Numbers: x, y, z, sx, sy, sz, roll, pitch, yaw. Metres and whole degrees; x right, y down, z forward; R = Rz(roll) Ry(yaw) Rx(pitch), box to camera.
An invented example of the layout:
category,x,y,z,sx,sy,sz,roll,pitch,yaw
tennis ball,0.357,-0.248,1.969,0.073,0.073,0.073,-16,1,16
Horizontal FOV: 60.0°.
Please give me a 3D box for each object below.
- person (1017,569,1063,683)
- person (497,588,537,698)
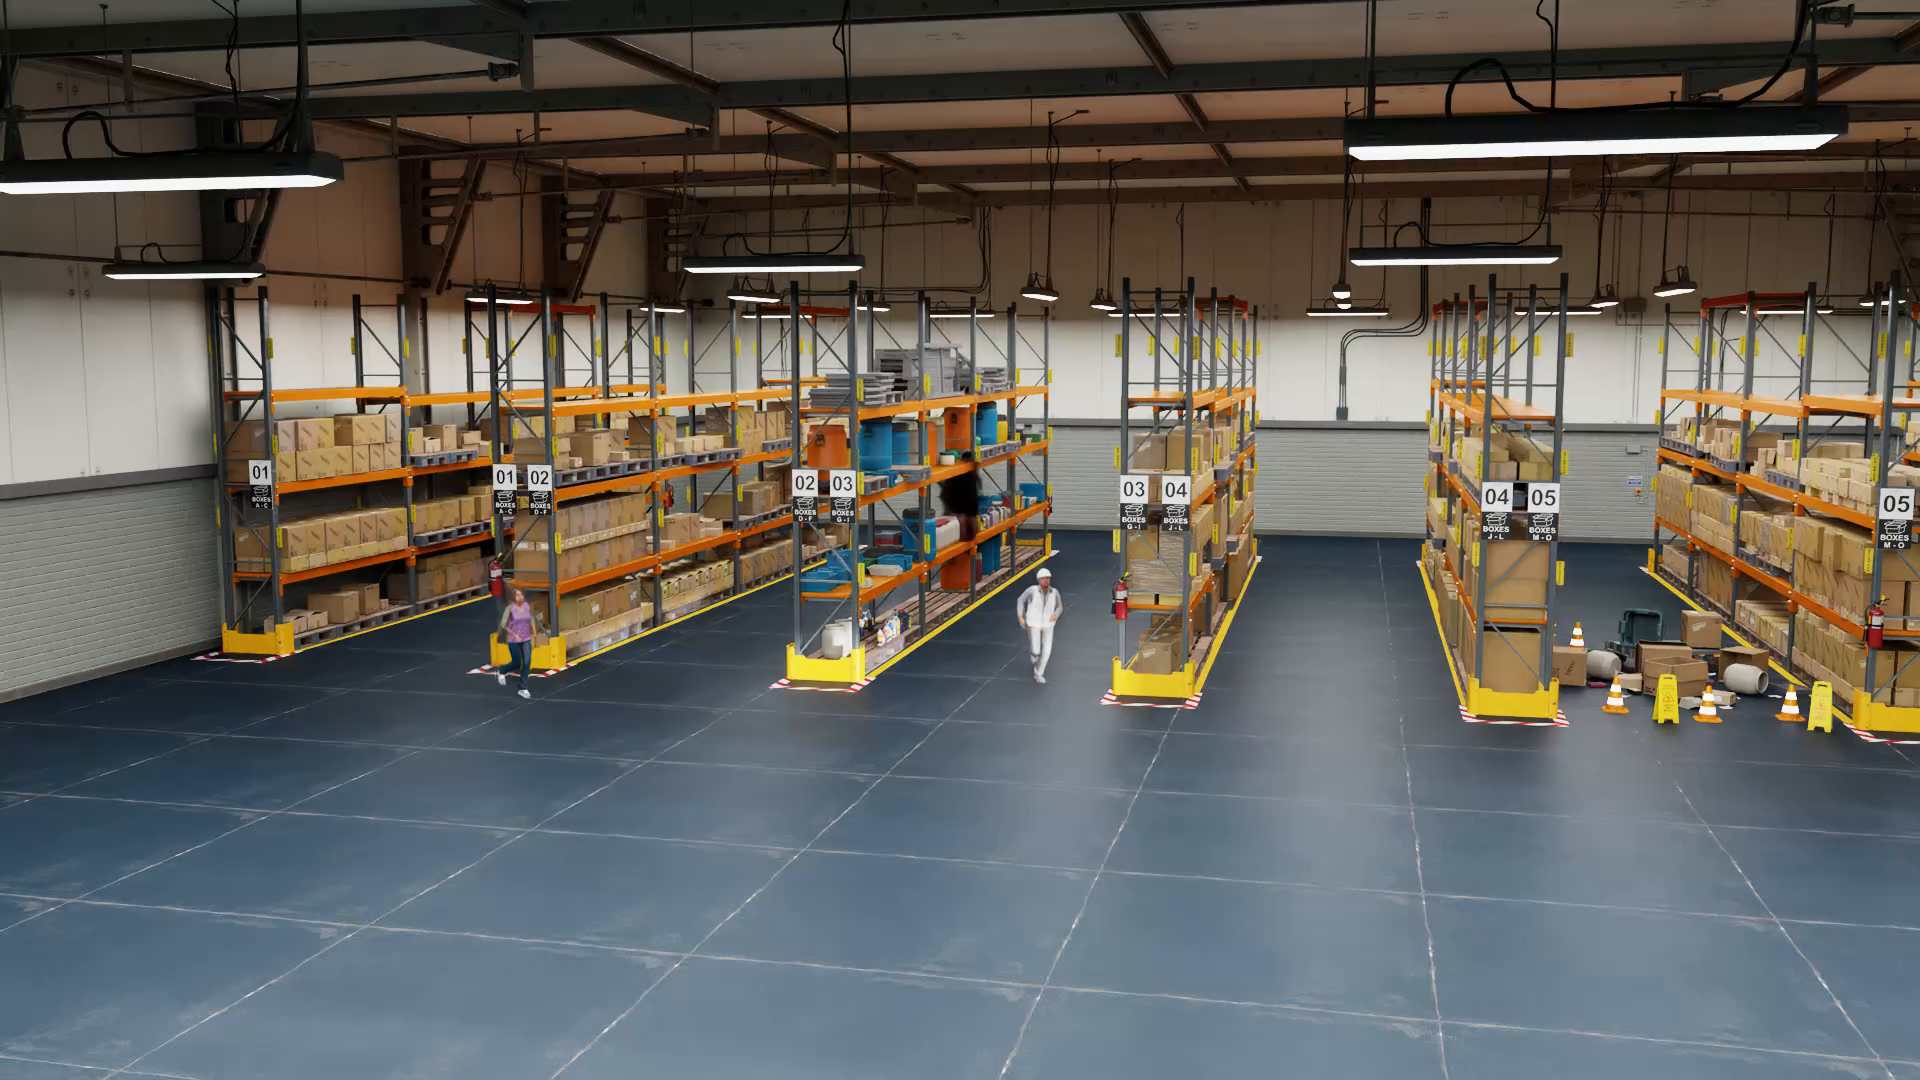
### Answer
category,x,y,z,sx,sy,sz,roll,pitch,yaw
person,1.215,1.281,25.140,0.688,1.728,0.688,-1,7,-7
person,-6.419,1.471,24.134,0.543,1.586,0.694,-6,9,-42
